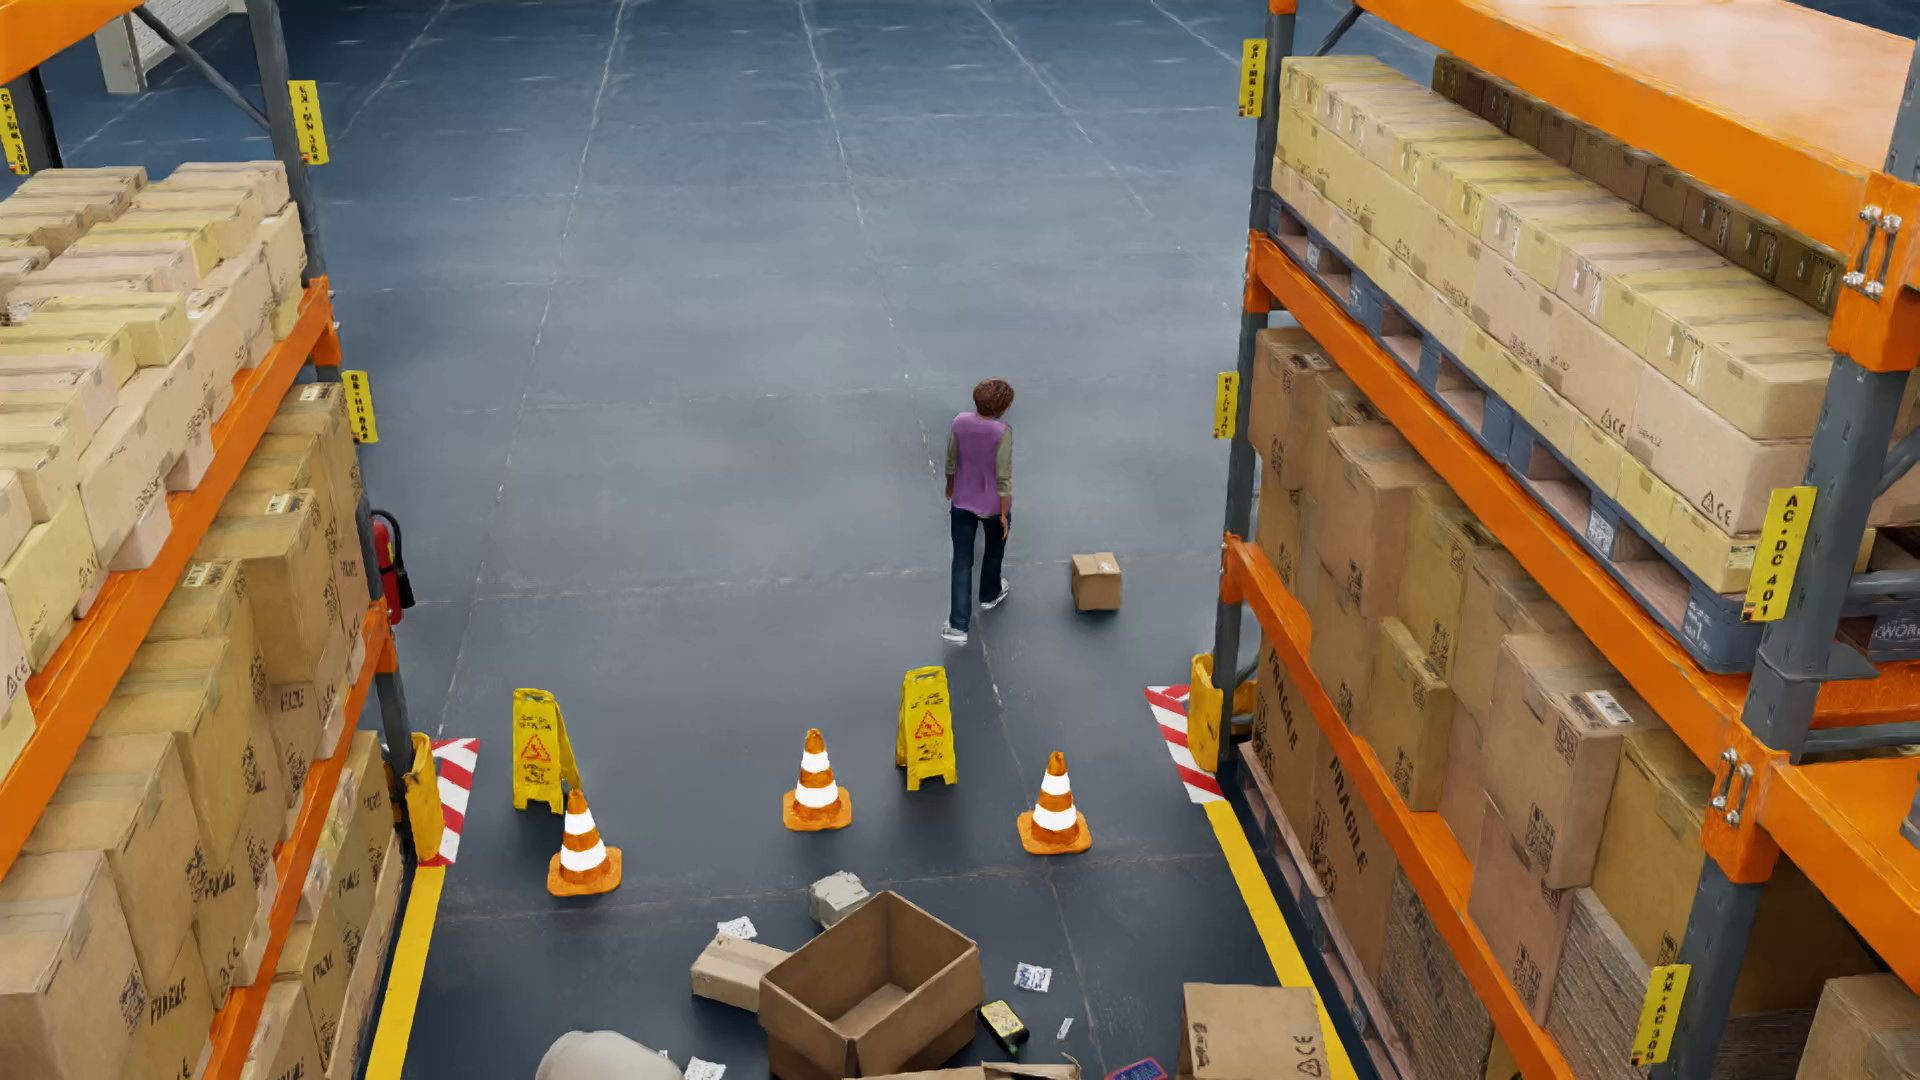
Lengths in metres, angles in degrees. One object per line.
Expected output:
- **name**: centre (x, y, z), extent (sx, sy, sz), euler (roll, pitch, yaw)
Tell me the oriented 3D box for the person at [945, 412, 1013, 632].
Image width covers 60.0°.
- **person**: centre (0.085, -0.112, 9.473), extent (0.457, 1.295, 0.680), euler (9, 29, 16)
